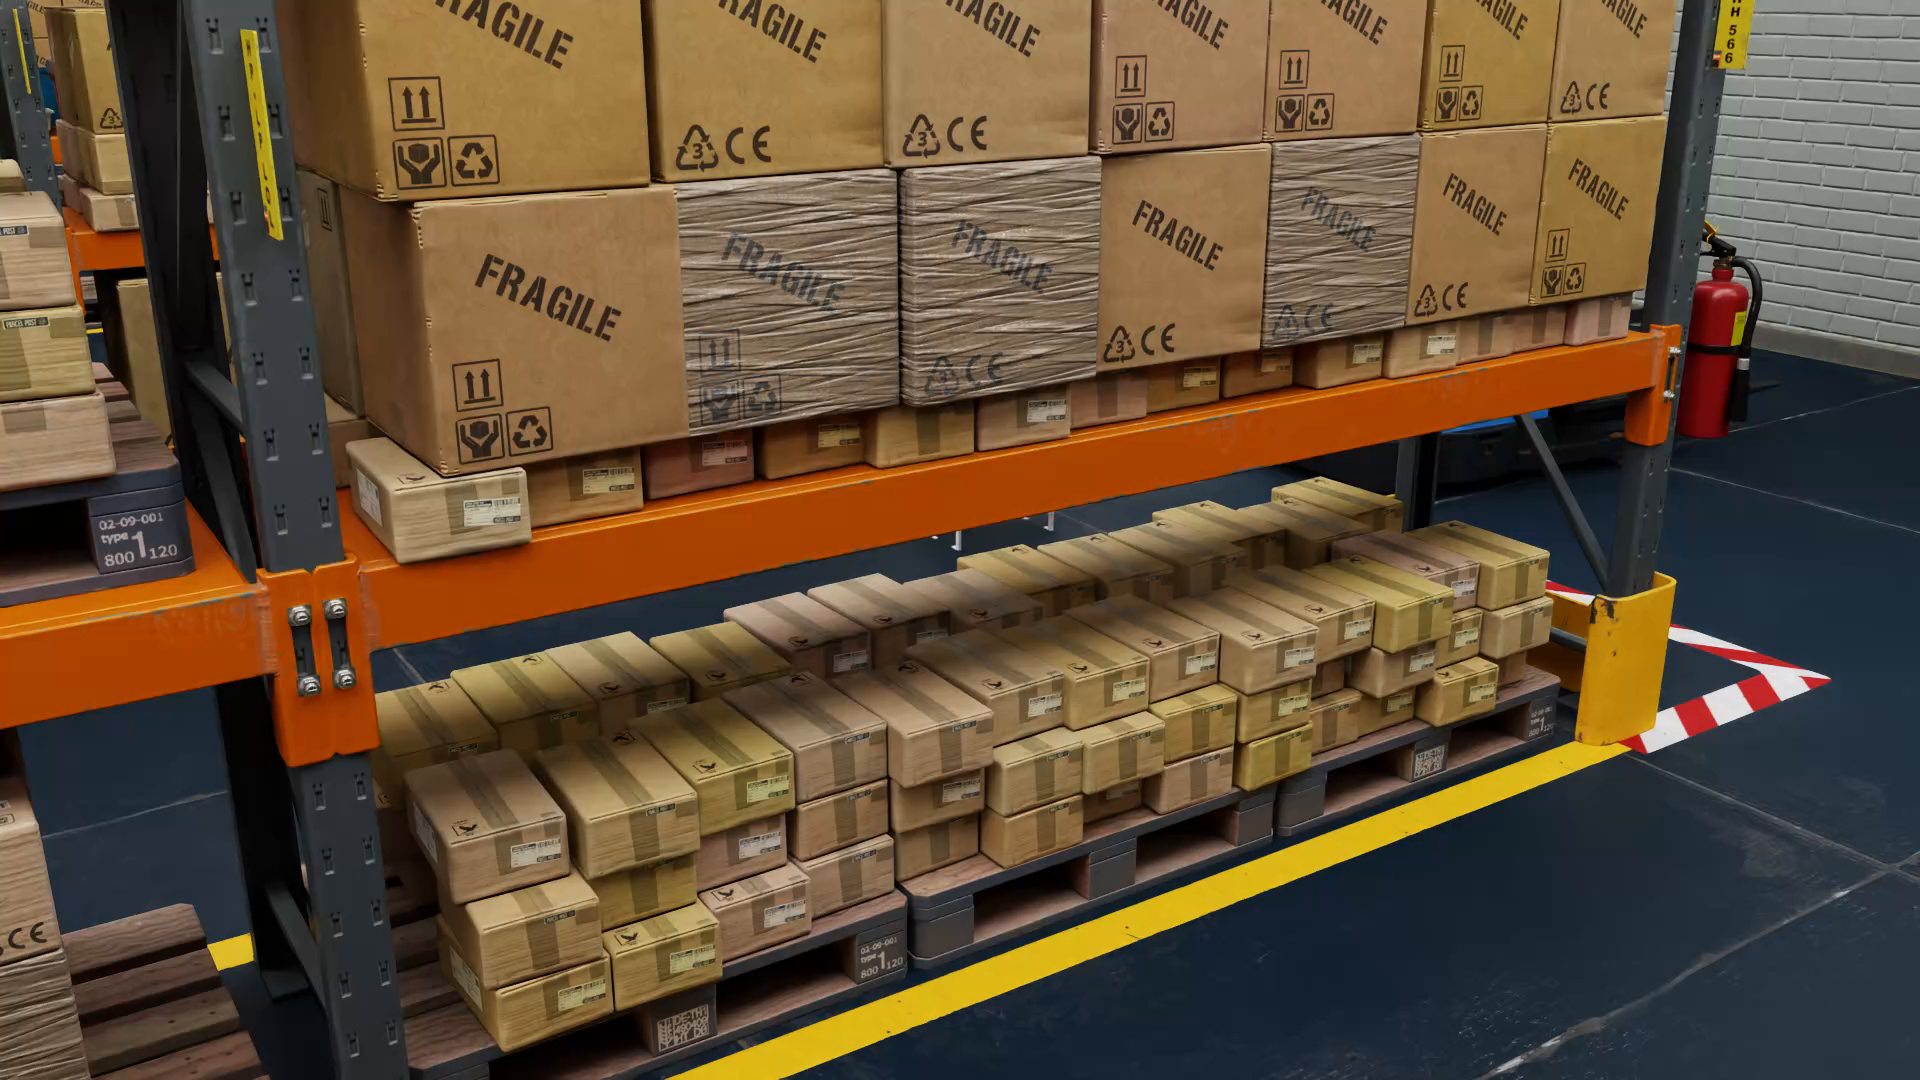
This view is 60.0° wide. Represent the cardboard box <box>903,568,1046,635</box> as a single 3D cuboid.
[{"bbox_3d":[0.037,0.223,4.769,0.250,0.149,0.380,-12,22,-31],"label":"cardboard box"}]

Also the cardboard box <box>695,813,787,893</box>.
[{"bbox_3d":[-0.609,0.660,3.939,0.250,0.149,0.380,-12,22,-32],"label":"cardboard box"}]

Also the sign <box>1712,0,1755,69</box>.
[{"bbox_3d":[2.196,-1.502,4.702,0.005,0.325,0.100,-12,22,-31],"label":"sign"}]

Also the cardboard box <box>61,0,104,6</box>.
[{"bbox_3d":[-8.114,-4.956,15.503,0.500,0.500,0.500,-13,22,-33],"label":"cardboard box"}]

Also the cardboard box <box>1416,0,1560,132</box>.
[{"bbox_3d":[1.239,-1.381,4.464,0.500,0.500,0.500,-13,23,-33],"label":"cardboard box"}]

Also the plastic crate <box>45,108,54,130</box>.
[{"bbox_3d":[-6.334,-2.867,11.361,0.243,0.136,0.396,-12,22,-31],"label":"plastic crate"}]

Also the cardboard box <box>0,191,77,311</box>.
[{"bbox_3d":[-1.661,-0.490,2.817,0.250,0.149,0.380,-11,21,-29],"label":"cardboard box"}]

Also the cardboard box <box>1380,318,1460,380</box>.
[{"bbox_3d":[1.161,-0.570,4.640,0.250,0.149,0.380,-11,22,-30],"label":"cardboard box"}]

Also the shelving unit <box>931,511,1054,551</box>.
[{"bbox_3d":[0.138,-0.598,7.139,0.503,1.200,0.258,-12,22,-31],"label":"shelving unit"}]

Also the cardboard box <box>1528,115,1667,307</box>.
[{"bbox_3d":[1.673,-0.996,4.886,0.500,0.500,0.500,-11,22,-30],"label":"cardboard box"}]

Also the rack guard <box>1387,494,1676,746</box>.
[{"bbox_3d":[1.844,0.242,5.748,0.348,0.500,1.175,-12,22,-31],"label":"rack guard"}]

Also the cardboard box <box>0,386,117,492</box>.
[{"bbox_3d":[-1.656,-0.208,2.913,0.250,0.149,0.380,-12,22,-33],"label":"cardboard box"}]

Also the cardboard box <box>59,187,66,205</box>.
[{"bbox_3d":[-8.922,-3.362,16.270,0.250,0.149,0.380,-12,22,-31],"label":"cardboard box"}]

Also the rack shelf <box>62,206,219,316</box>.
[{"bbox_3d":[-2.407,-1.607,8.437,4.000,0.370,1.077,-12,22,-31],"label":"rack shelf"}]

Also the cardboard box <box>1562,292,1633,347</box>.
[{"bbox_3d":[1.790,-0.703,5.034,0.250,0.149,0.380,-12,22,-31],"label":"cardboard box"}]

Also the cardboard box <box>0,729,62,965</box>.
[{"bbox_3d":[-1.917,0.578,2.928,0.500,0.250,0.500,-13,22,-33],"label":"cardboard box"}]

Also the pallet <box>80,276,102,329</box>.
[{"bbox_3d":[-6.208,-1.739,12.059,1.213,0.211,1.003,-12,22,-31],"label":"pallet"}]

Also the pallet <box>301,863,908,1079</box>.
[{"bbox_3d":[-0.892,0.942,4.128,1.213,0.211,1.003,-12,22,-31],"label":"pallet"}]

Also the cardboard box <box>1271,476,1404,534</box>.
[{"bbox_3d":[1.283,-0.084,5.677,0.250,0.149,0.380,-13,23,-34],"label":"cardboard box"}]

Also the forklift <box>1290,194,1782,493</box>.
[{"bbox_3d":[2.998,-1.900,8.290,3.031,2.935,1.130,-10,21,-26],"label":"forklift"}]

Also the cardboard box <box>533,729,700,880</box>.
[{"bbox_3d":[-0.769,0.581,3.709,0.250,0.149,0.380,-11,21,-29],"label":"cardboard box"}]

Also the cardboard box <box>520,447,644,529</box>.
[{"bbox_3d":[-0.842,-0.160,3.425,0.250,0.149,0.380,-11,22,-30],"label":"cardboard box"}]

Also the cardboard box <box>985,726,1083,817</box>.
[{"bbox_3d":[0.106,0.544,4.283,0.250,0.149,0.380,-12,22,-32],"label":"cardboard box"}]

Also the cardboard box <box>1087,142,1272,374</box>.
[{"bbox_3d":[0.400,-0.729,4.098,0.500,0.500,0.500,-11,21,-29],"label":"cardboard box"}]

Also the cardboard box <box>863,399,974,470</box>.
[{"bbox_3d":[-0.171,-0.294,3.822,0.250,0.149,0.380,-11,22,-30],"label":"cardboard box"}]

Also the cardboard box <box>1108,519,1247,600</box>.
[{"bbox_3d":[0.676,0.072,5.214,0.250,0.149,0.380,-13,23,-34],"label":"cardboard box"}]

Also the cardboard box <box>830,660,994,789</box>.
[{"bbox_3d":[-0.122,0.448,4.102,0.250,0.149,0.380,-11,22,-30],"label":"cardboard box"}]

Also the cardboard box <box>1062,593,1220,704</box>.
[{"bbox_3d":[0.491,0.292,4.566,0.250,0.149,0.380,-13,23,-33],"label":"cardboard box"}]

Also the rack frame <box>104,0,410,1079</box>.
[{"bbox_3d":[-1.434,-0.251,3.303,0.127,3.000,1.000,-12,22,-31],"label":"rack frame"}]

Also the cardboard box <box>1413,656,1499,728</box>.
[{"bbox_3d":[1.423,0.417,5.123,0.250,0.149,0.380,-11,22,-30],"label":"cardboard box"}]

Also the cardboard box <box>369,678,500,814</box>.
[{"bbox_3d":[-1.280,0.487,3.988,0.250,0.149,0.380,-11,22,-30],"label":"cardboard box"}]

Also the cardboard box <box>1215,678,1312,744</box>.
[{"bbox_3d":[0.765,0.411,4.676,0.250,0.149,0.380,-12,22,-31],"label":"cardboard box"}]

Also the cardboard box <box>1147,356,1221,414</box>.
[{"bbox_3d":[0.453,-0.449,4.281,0.250,0.149,0.380,-11,22,-30],"label":"cardboard box"}]

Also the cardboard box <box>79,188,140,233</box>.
[{"bbox_3d":[-3.647,-1.439,7.211,0.250,0.149,0.380,-12,22,-31],"label":"cardboard box"}]

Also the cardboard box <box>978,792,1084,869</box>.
[{"bbox_3d":[0.109,0.683,4.336,0.250,0.149,0.380,-13,22,-33],"label":"cardboard box"}]

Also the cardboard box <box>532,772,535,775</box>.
[{"bbox_3d":[-1.126,0.568,4.211,0.250,0.149,0.380,-13,23,-34],"label":"cardboard box"}]

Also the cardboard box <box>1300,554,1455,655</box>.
[{"bbox_3d":[1.217,0.184,4.884,0.250,0.149,0.380,-12,22,-33],"label":"cardboard box"}]

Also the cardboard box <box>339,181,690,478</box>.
[{"bbox_3d":[-0.881,-0.459,3.298,0.500,0.500,0.500,-12,22,-32],"label":"cardboard box"}]

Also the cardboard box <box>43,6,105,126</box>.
[{"bbox_3d":[-3.840,-2.173,7.587,0.500,0.500,0.500,-11,22,-30],"label":"cardboard box"}]

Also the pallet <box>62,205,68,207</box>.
[{"bbox_3d":[-8.948,-3.045,15.923,1.213,0.211,1.003,-12,22,-31],"label":"pallet"}]

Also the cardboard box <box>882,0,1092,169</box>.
[{"bbox_3d":[-0.060,-1.103,3.642,0.500,0.500,0.500,-11,22,-31],"label":"cardboard box"}]

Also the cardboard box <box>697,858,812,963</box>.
[{"bbox_3d":[-0.551,0.818,3.937,0.250,0.149,0.380,-12,22,-32],"label":"cardboard box"}]

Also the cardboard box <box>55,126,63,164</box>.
[{"bbox_3d":[-10.717,-4.867,20.203,0.500,0.500,0.700,-11,22,-30],"label":"cardboard box"}]

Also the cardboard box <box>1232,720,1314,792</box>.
[{"bbox_3d":[0.778,0.549,4.732,0.250,0.149,0.380,-13,23,-34],"label":"cardboard box"}]

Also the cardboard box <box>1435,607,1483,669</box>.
[{"bbox_3d":[1.375,0.256,5.134,0.250,0.149,0.380,-13,22,-33],"label":"cardboard box"}]

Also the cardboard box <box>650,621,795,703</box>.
[{"bbox_3d":[-0.624,0.360,4.362,0.250,0.149,0.380,-11,22,-30],"label":"cardboard box"}]
